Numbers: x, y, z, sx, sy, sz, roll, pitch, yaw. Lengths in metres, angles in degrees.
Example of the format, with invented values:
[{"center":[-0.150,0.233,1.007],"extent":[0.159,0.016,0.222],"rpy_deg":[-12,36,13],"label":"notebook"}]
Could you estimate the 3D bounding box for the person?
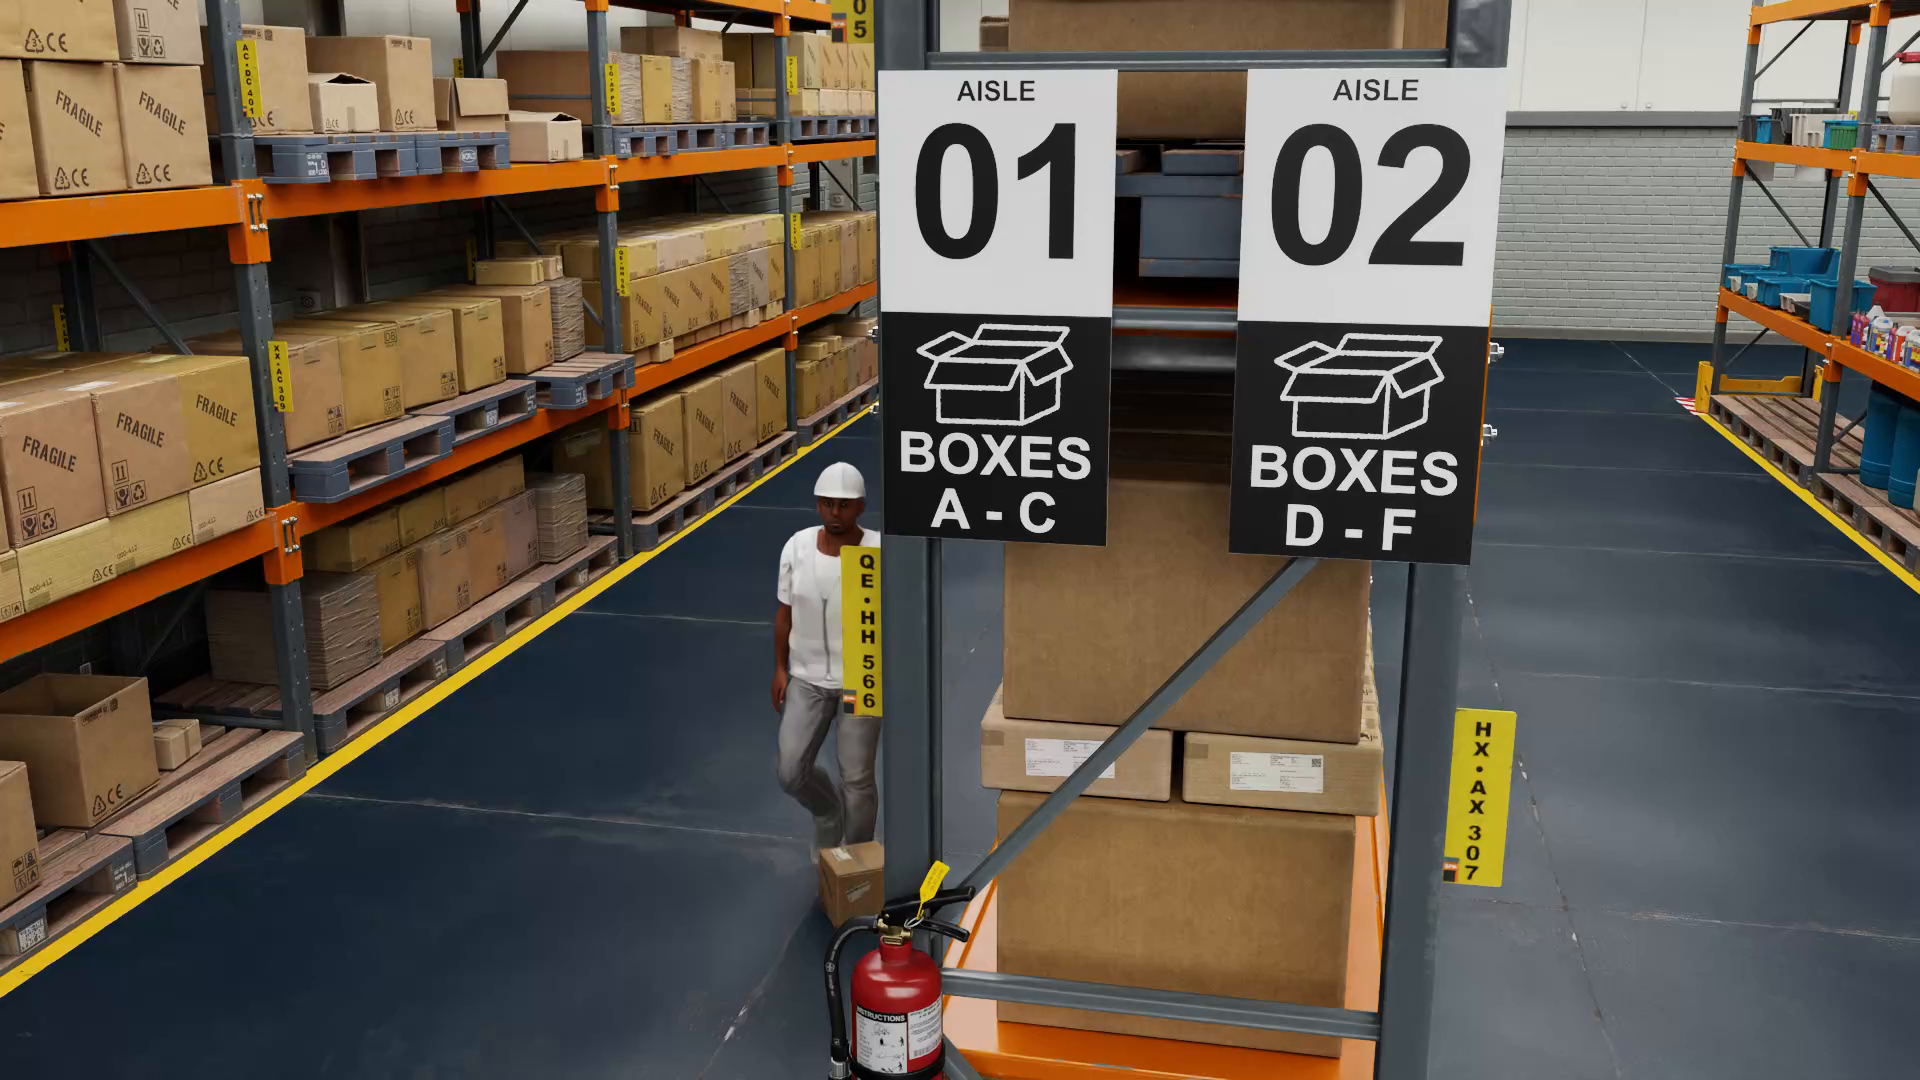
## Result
[{"center":[-0.504,0.582,6.630],"extent":[0.614,1.777,0.460],"rpy_deg":[4,15,13],"label":"person"}]
